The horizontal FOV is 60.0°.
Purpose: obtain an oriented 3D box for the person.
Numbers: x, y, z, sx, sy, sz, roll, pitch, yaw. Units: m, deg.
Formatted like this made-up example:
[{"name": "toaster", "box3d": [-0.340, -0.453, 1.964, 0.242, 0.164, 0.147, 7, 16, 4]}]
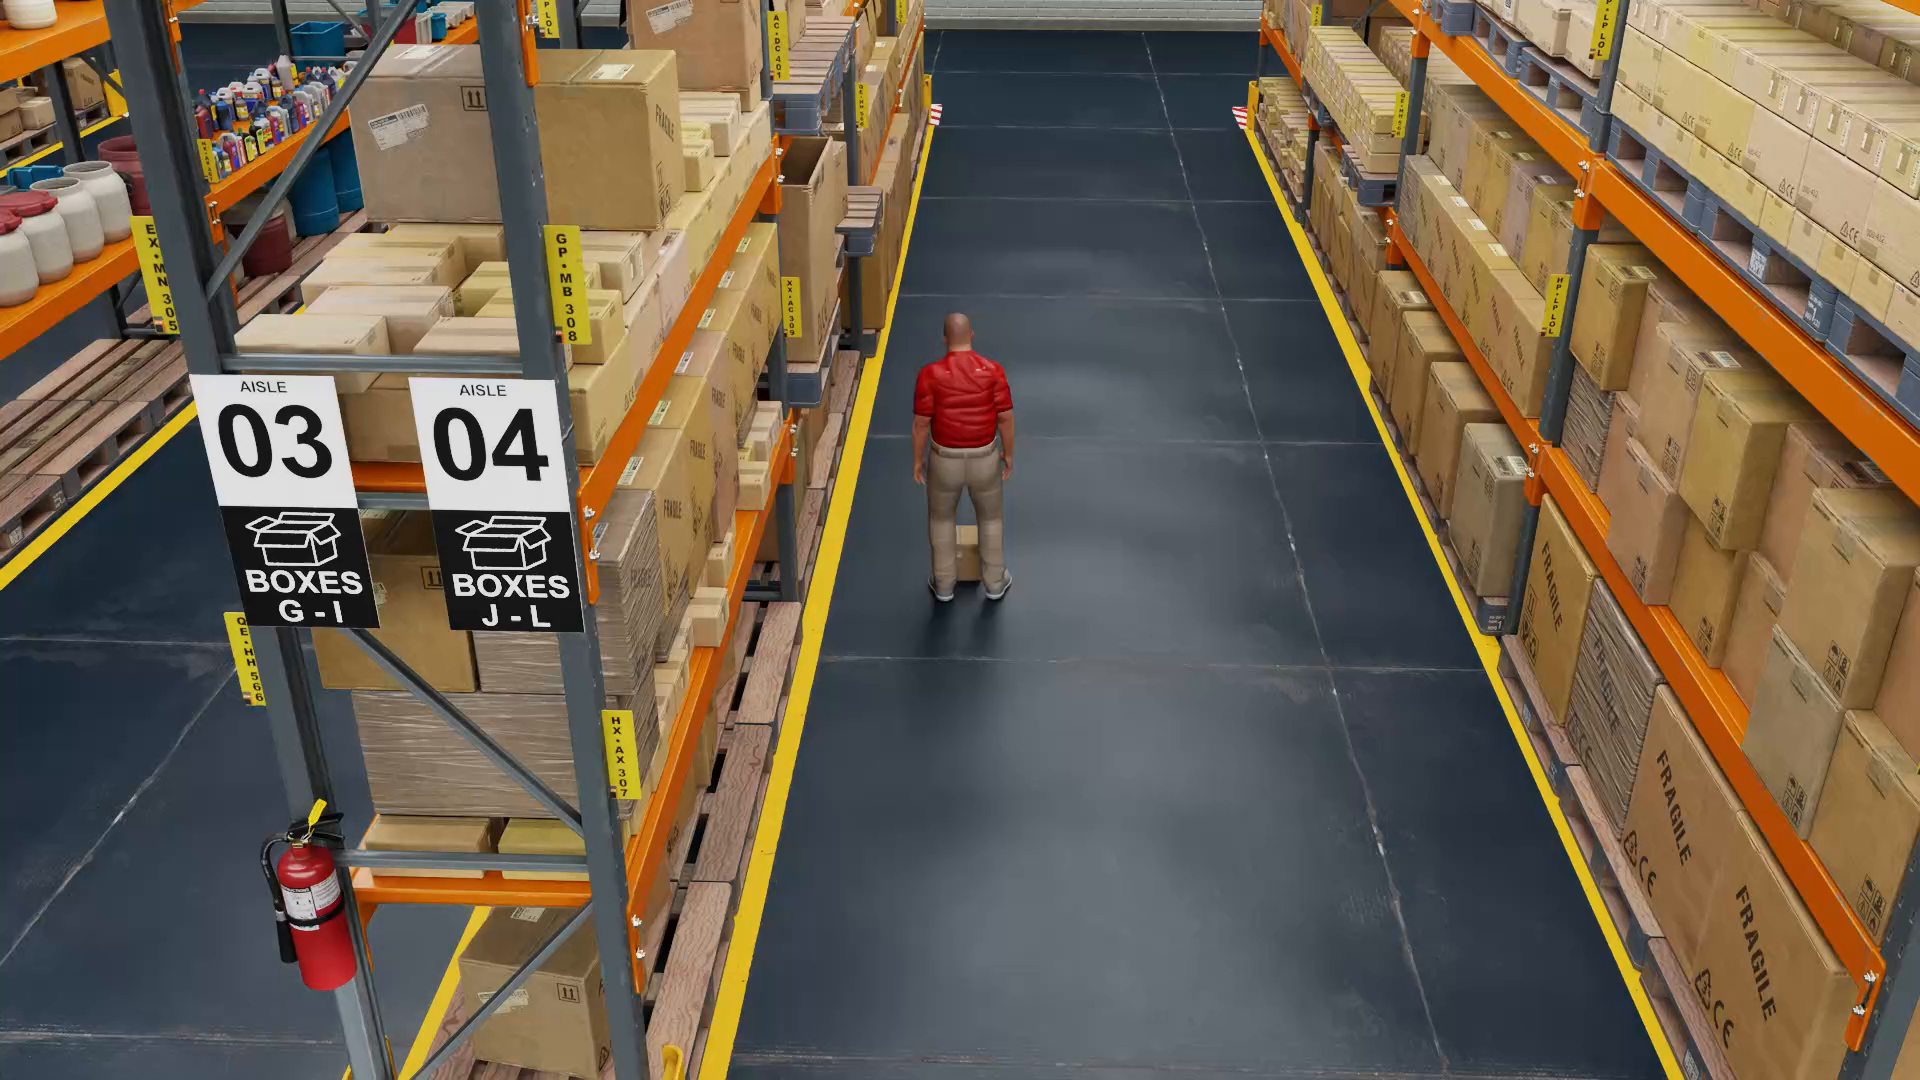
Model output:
[{"name": "person", "box3d": [0.022, -0.457, 9.504, 0.598, 1.725, 0.396, -2, 28, -4]}]
